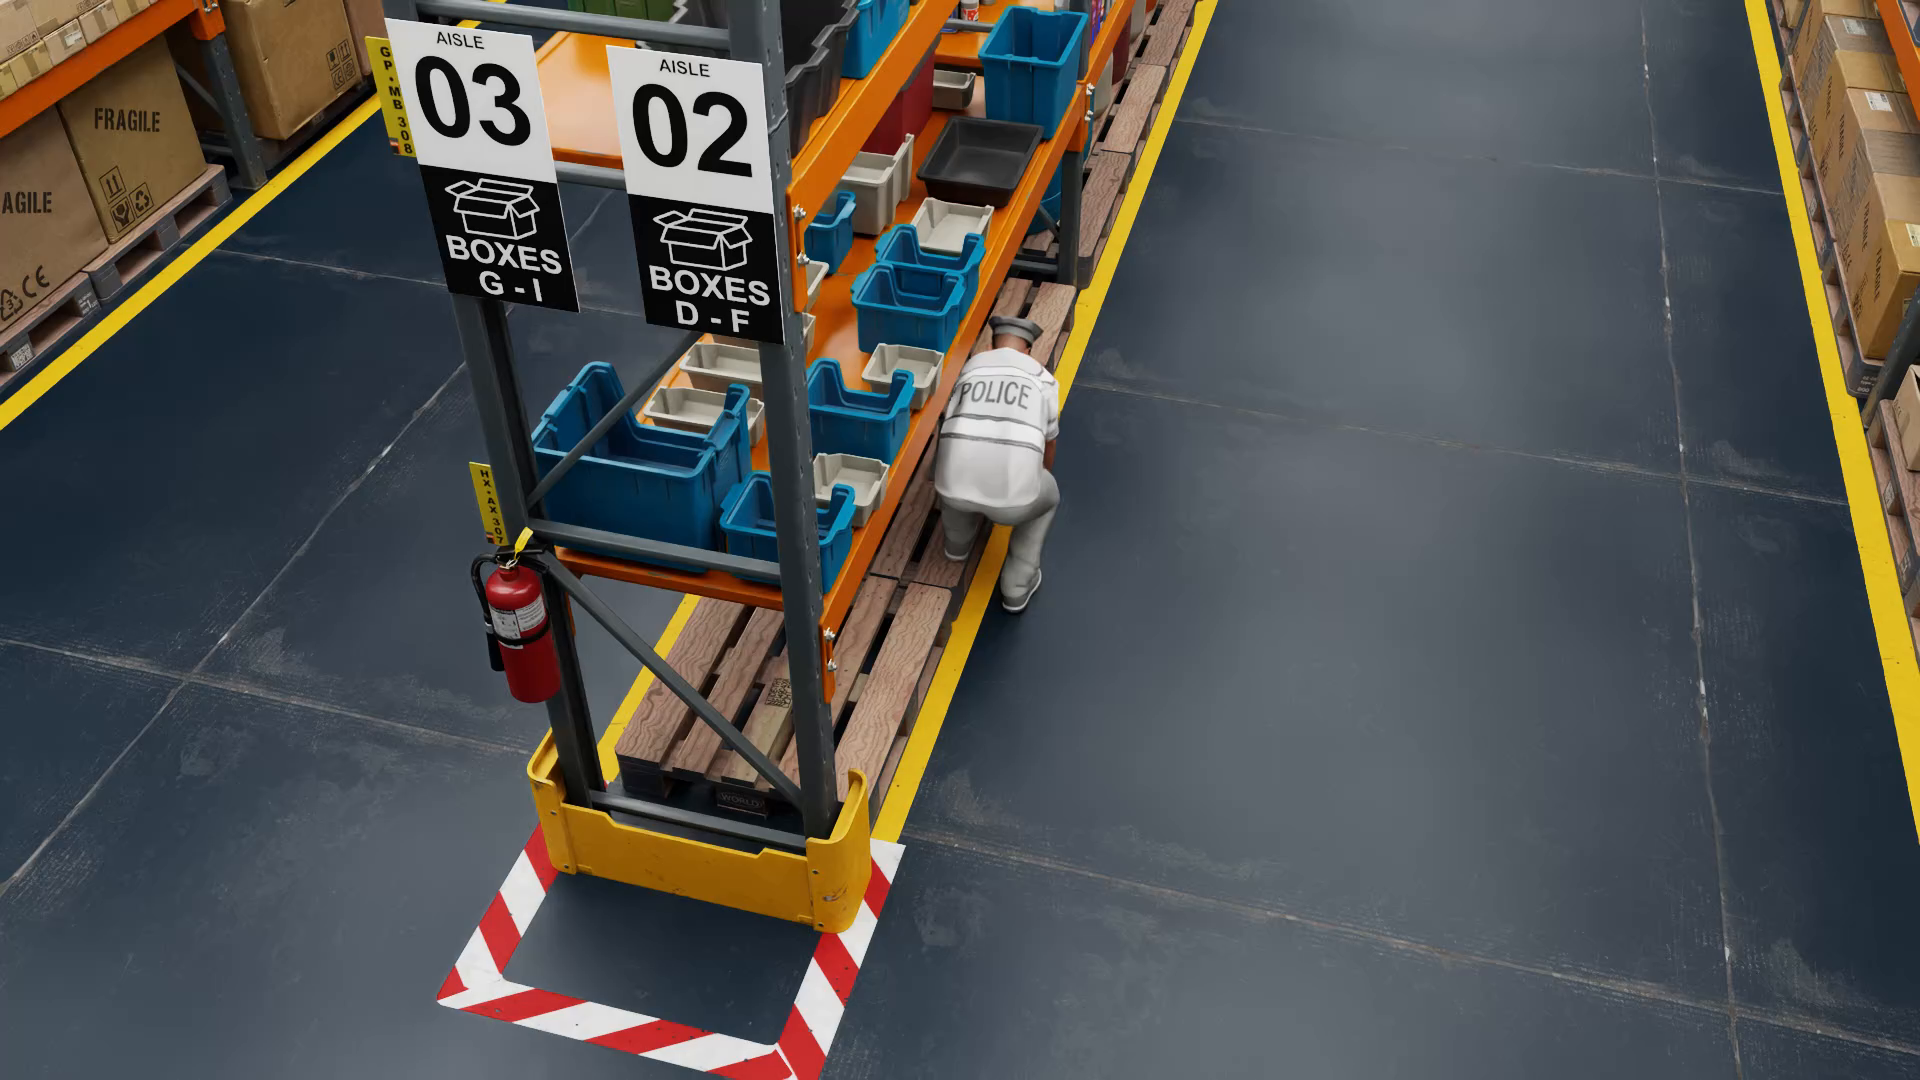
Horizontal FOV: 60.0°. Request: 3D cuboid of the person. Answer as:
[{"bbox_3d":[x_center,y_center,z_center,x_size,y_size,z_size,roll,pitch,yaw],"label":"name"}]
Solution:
[{"bbox_3d":[0.162,-0.313,7.061,0.553,1.043,1.026,8,41,9],"label":"person"}]
